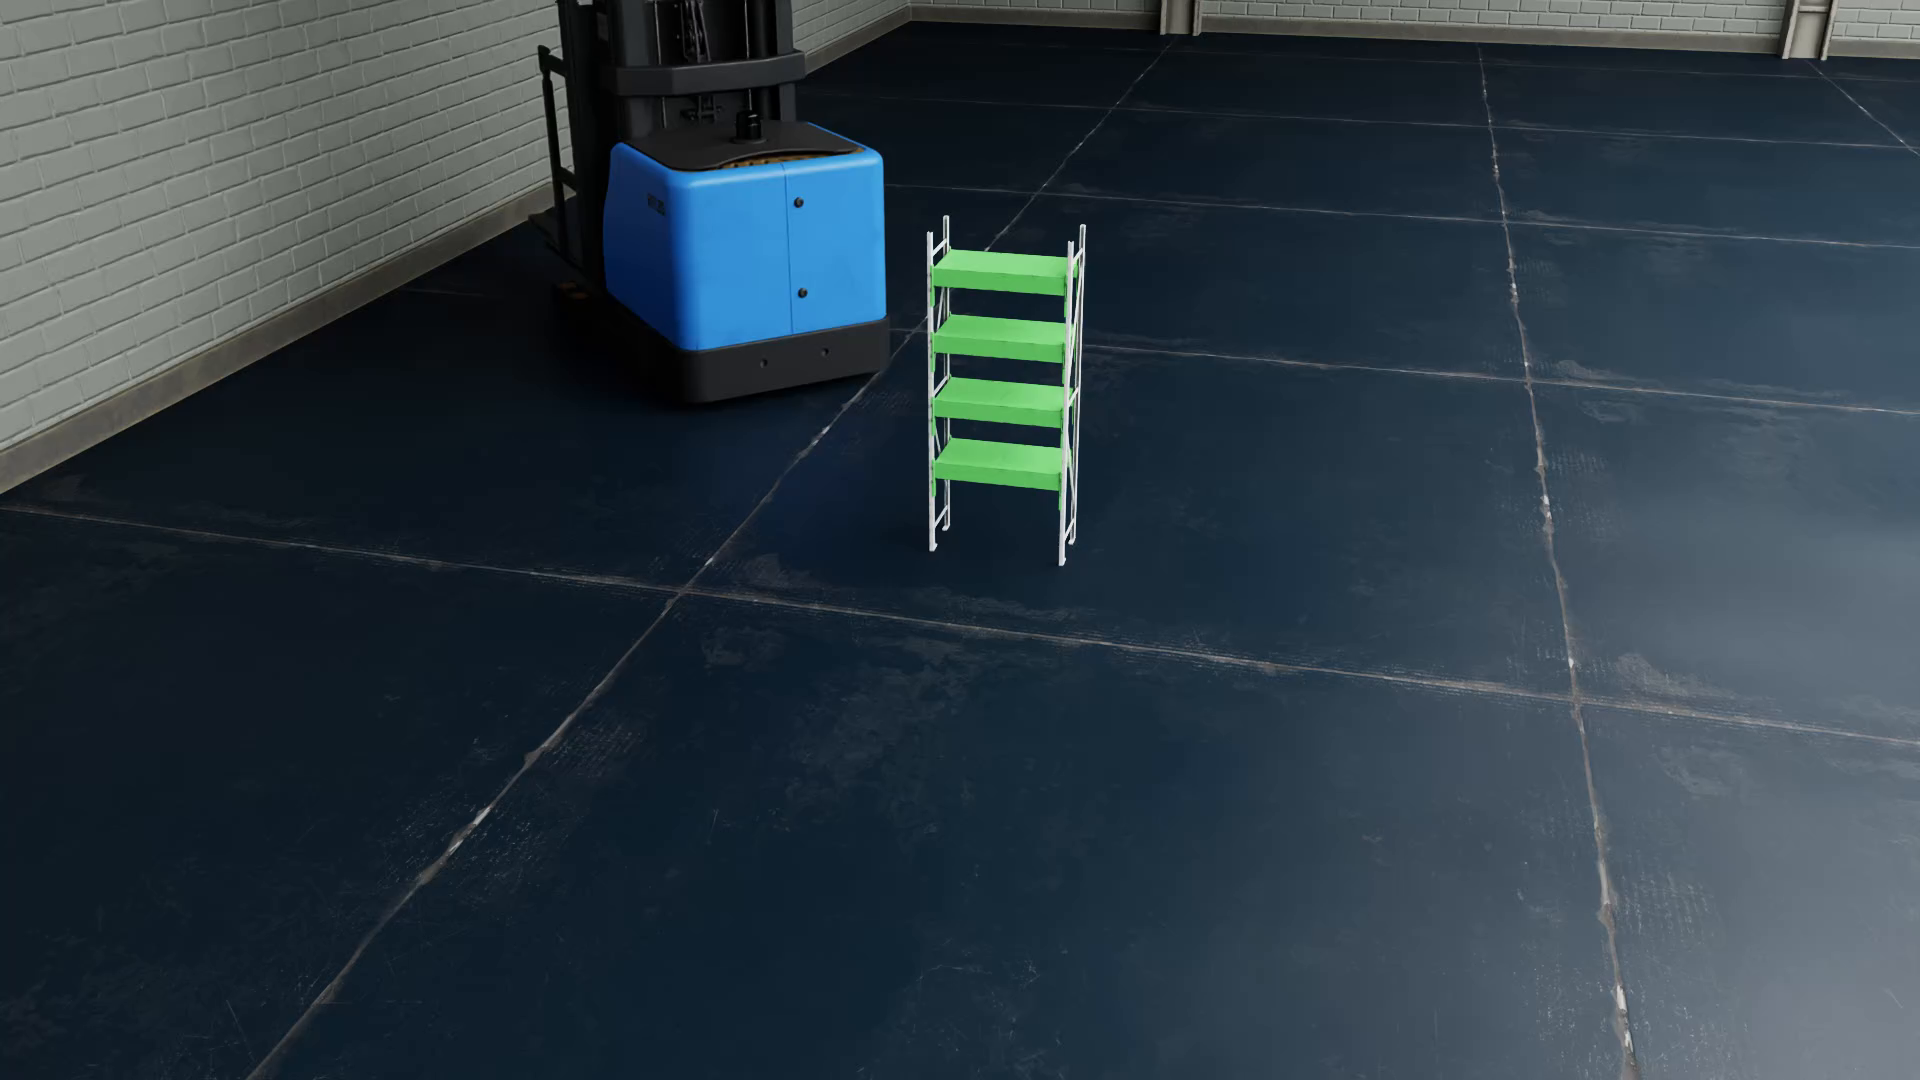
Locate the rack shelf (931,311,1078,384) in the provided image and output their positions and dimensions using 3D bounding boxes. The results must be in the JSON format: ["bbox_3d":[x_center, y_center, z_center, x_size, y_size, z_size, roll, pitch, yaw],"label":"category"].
[{"bbox_3d":[0.160,-0.683,5.879,0.480,0.148,0.258,6,26,13],"label":"rack shelf"}]

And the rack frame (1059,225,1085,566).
[{"bbox_3d":[0.397,-0.498,5.900,0.015,1.200,0.240,6,26,13],"label":"rack frame"}]

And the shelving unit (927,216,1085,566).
[{"bbox_3d":[0.160,-0.524,5.955,0.503,1.200,0.258,6,26,13],"label":"shelving unit"}]

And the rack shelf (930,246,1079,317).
[{"bbox_3d":[0.160,-0.900,5.776,0.480,0.148,0.258,6,26,13],"label":"rack shelf"}]

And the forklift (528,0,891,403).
[{"bbox_3d":[-1.486,-2.524,8.142,1.130,2.935,3.031,-14,29,-26],"label":"forklift"}]

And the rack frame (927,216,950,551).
[{"bbox_3d":[-0.076,-0.550,6.010,0.015,1.200,0.240,6,26,13],"label":"rack frame"}]

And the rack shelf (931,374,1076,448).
[{"bbox_3d":[0.160,-0.466,5.982,0.480,0.148,0.258,6,26,13],"label":"rack shelf"}]

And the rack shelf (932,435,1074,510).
[{"bbox_3d":[0.160,-0.250,6.085,0.480,0.148,0.258,6,26,13],"label":"rack shelf"}]

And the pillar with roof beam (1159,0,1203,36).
[{"bbox_3d":[1.233,-7.577,11.697,0.400,9.000,9.100,6,26,13],"label":"pillar with roof beam"}]

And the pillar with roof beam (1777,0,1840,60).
[{"bbox_3d":[7.044,-6.935,10.348,0.400,9.000,9.100,6,26,13],"label":"pillar with roof beam"}]
